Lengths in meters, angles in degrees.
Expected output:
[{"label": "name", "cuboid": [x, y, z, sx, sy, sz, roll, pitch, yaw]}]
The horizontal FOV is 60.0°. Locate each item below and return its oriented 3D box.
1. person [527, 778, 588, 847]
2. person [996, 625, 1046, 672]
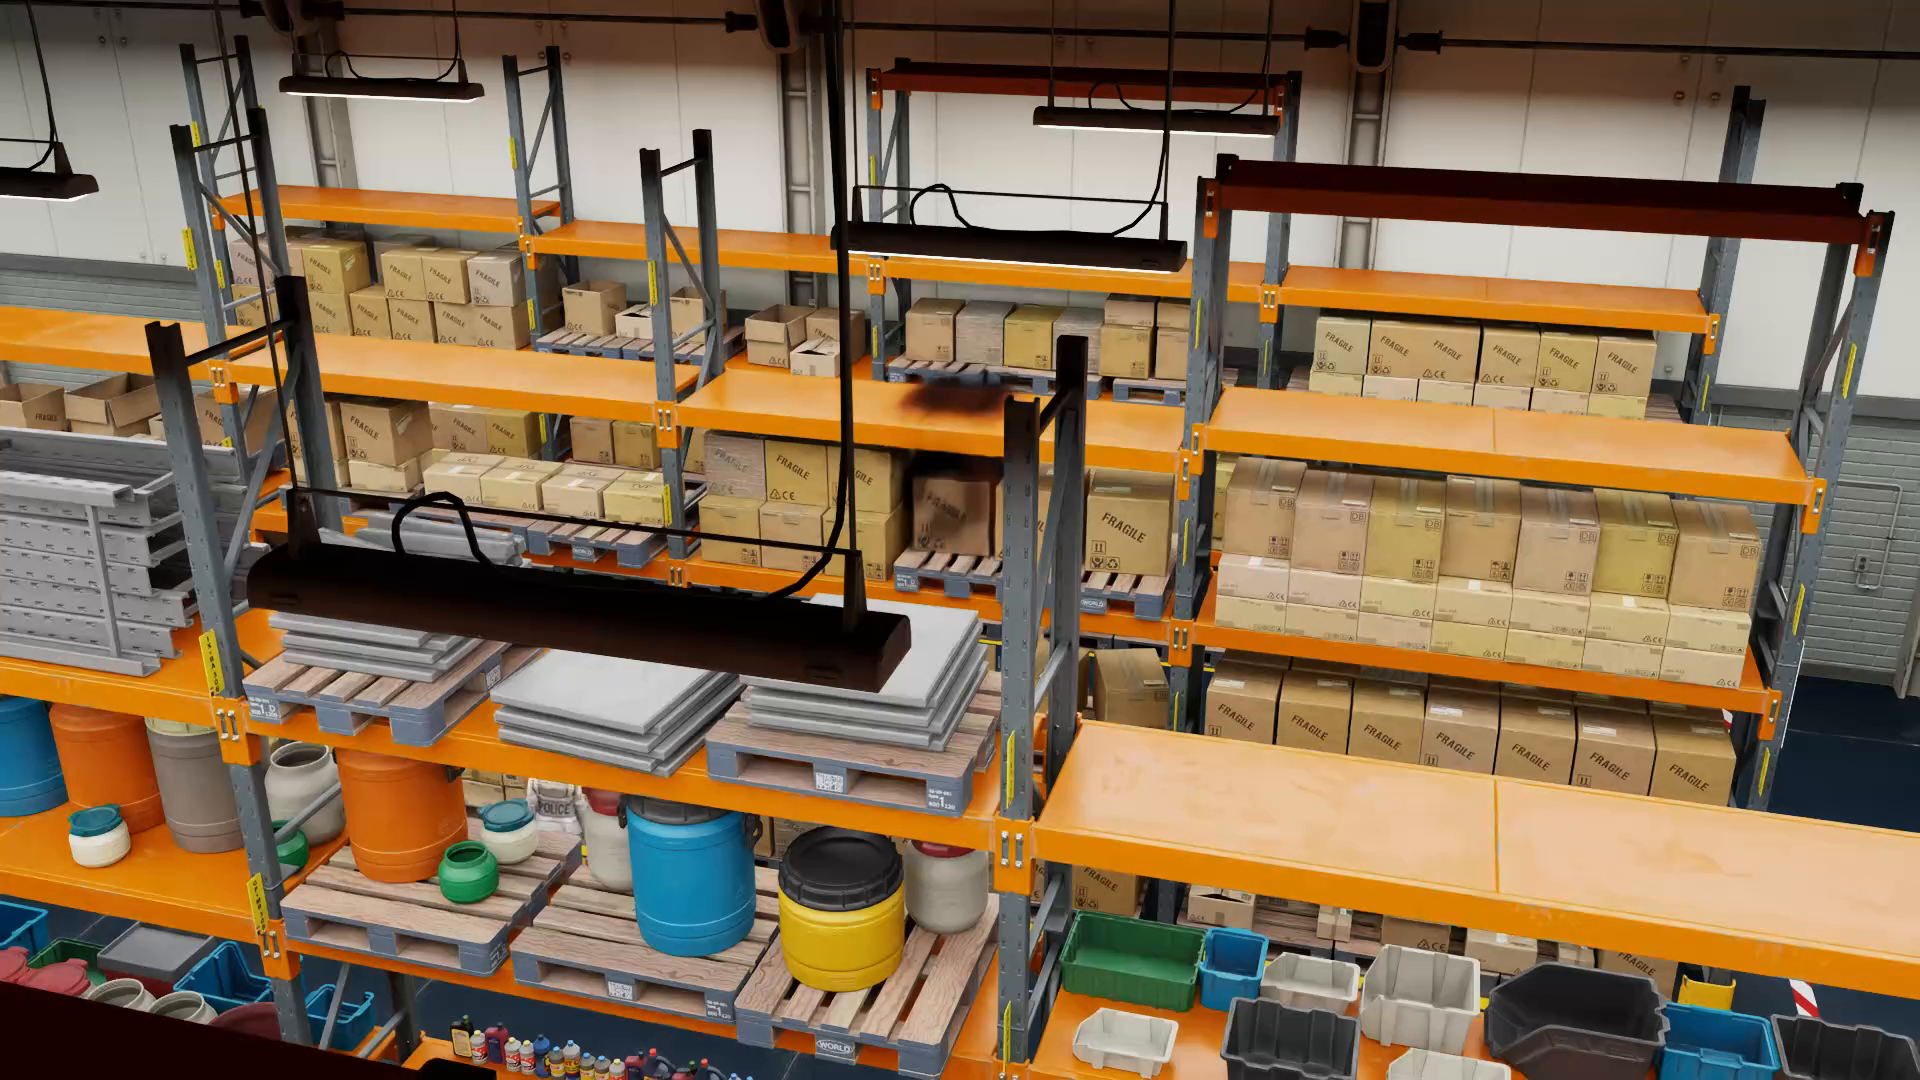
[{"label": "person", "cuboid": [-3.098, 2.265, 12.757, 0.580, 1.718, 0.375, 2, 23, 4]}, {"label": "person", "cuboid": [0.548, 0.991, 15.828, 0.732, 1.655, 0.508, -12, 26, -27]}]
